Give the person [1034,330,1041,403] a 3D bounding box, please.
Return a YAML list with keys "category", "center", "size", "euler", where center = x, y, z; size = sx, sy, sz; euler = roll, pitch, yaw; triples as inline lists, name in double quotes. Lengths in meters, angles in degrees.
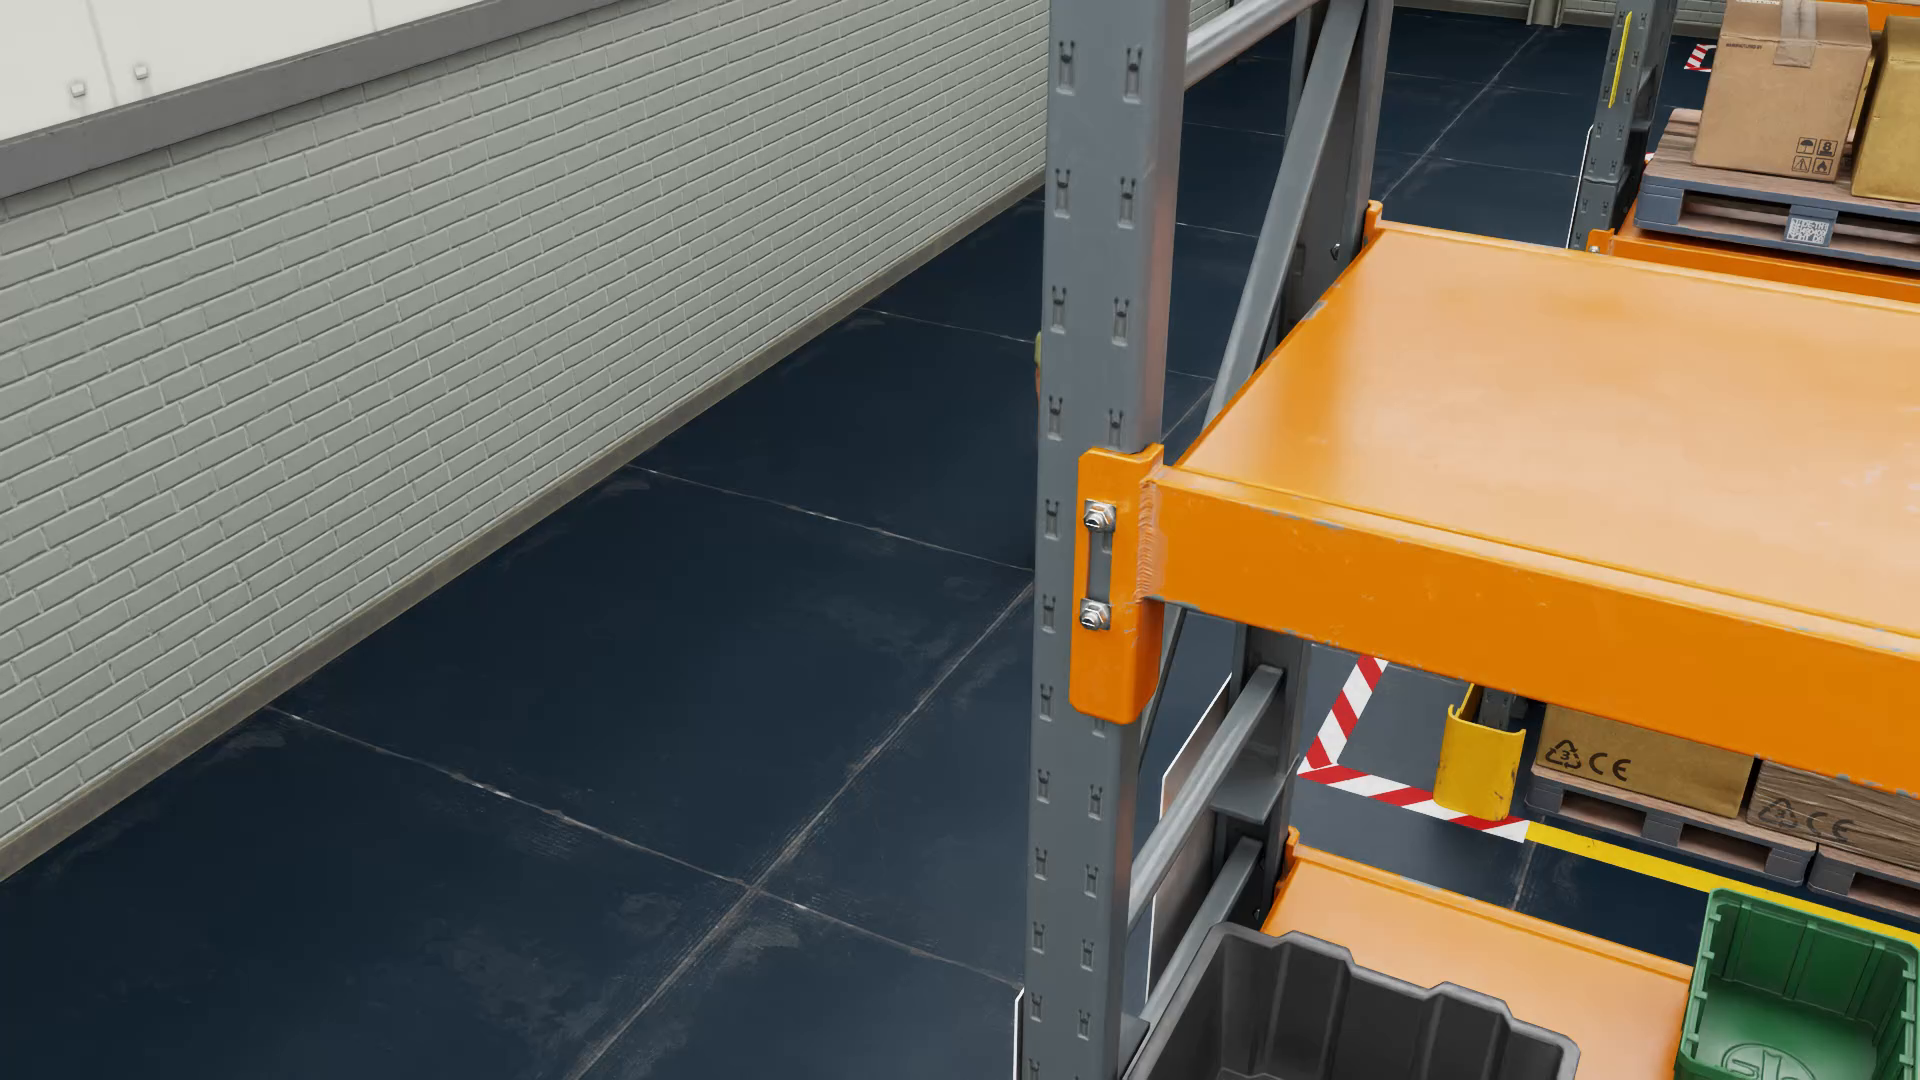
- category: "person"
  center: [0.633, -0.685, 9.504]
  size: [0.441, 1.696, 0.370]
  euler: [15, 33, 24]
